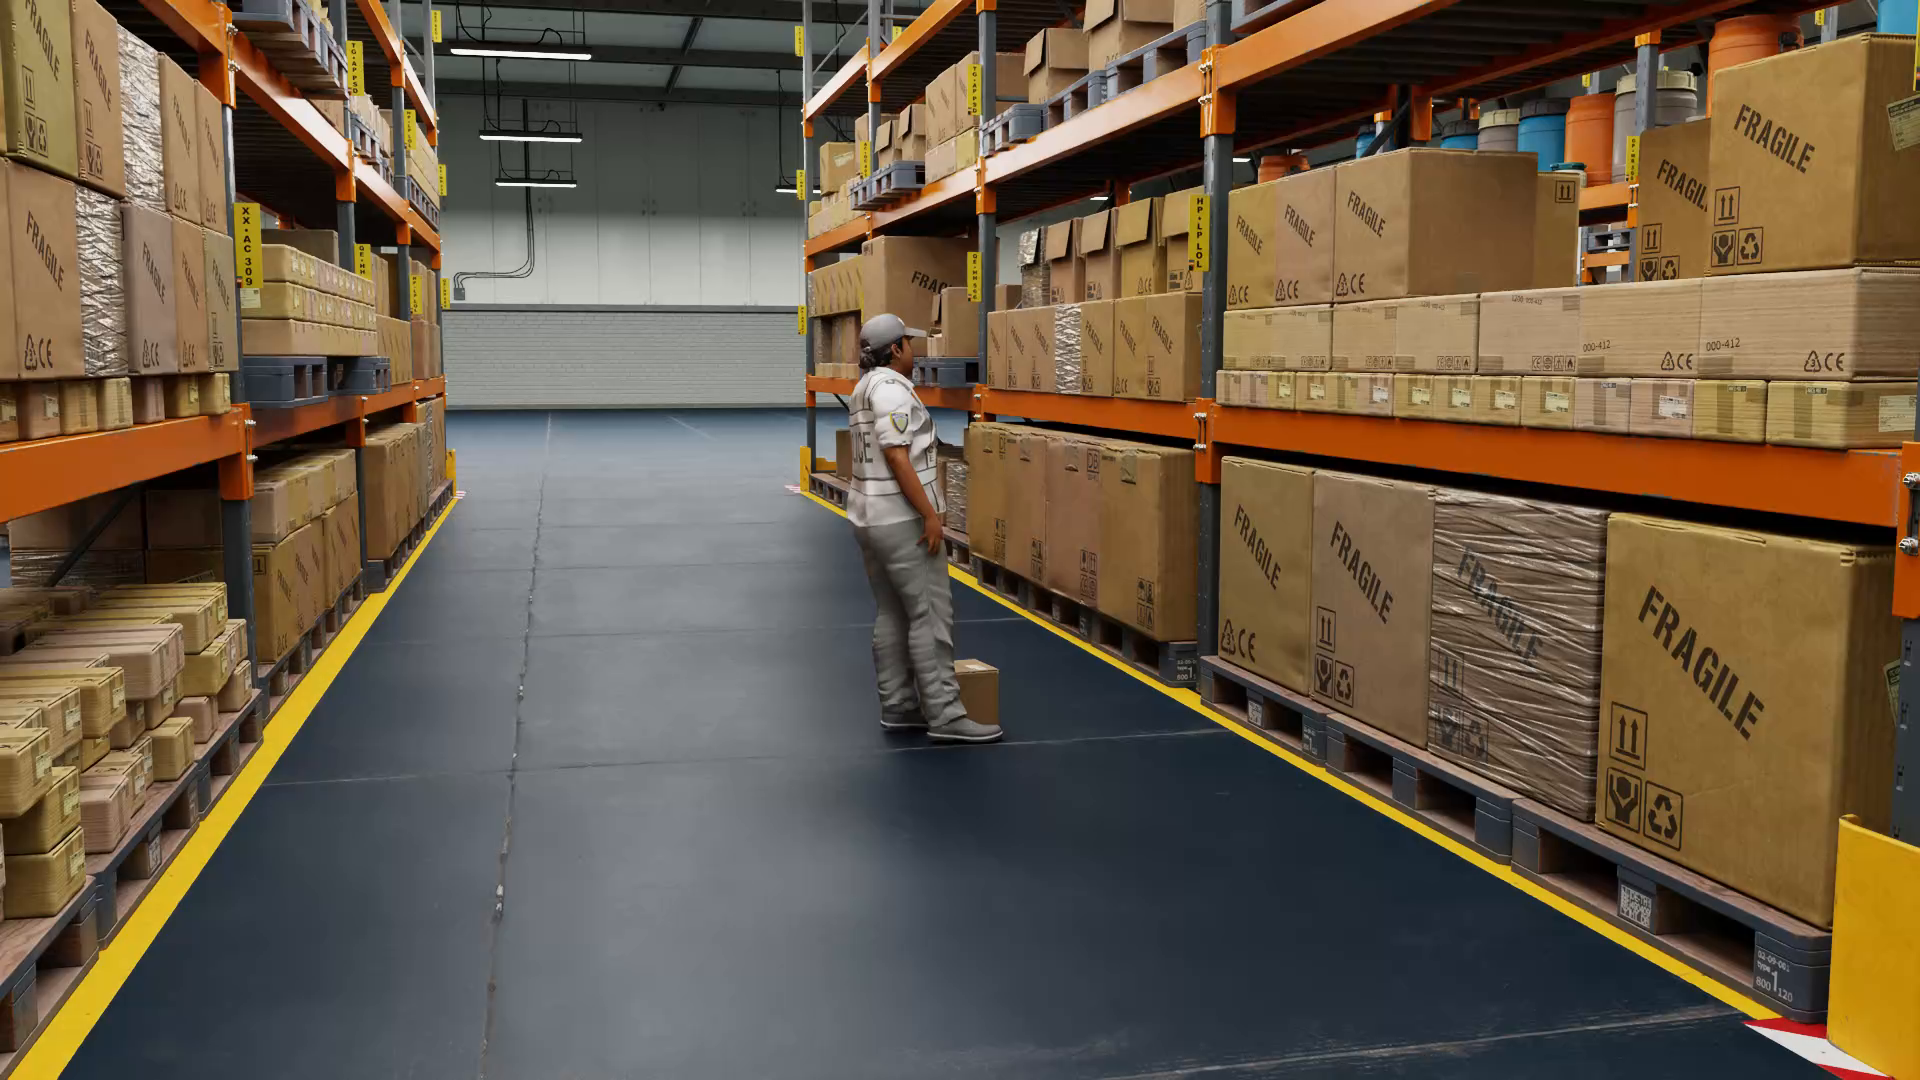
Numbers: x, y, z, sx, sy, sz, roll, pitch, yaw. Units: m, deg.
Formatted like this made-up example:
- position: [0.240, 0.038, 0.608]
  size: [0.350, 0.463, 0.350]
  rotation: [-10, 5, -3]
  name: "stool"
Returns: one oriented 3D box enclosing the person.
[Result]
- position: [-0.165, -0.060, 6.625]
  size: [0.529, 1.670, 0.598]
  rotation: [-2, 7, -20]
  name: "person"
